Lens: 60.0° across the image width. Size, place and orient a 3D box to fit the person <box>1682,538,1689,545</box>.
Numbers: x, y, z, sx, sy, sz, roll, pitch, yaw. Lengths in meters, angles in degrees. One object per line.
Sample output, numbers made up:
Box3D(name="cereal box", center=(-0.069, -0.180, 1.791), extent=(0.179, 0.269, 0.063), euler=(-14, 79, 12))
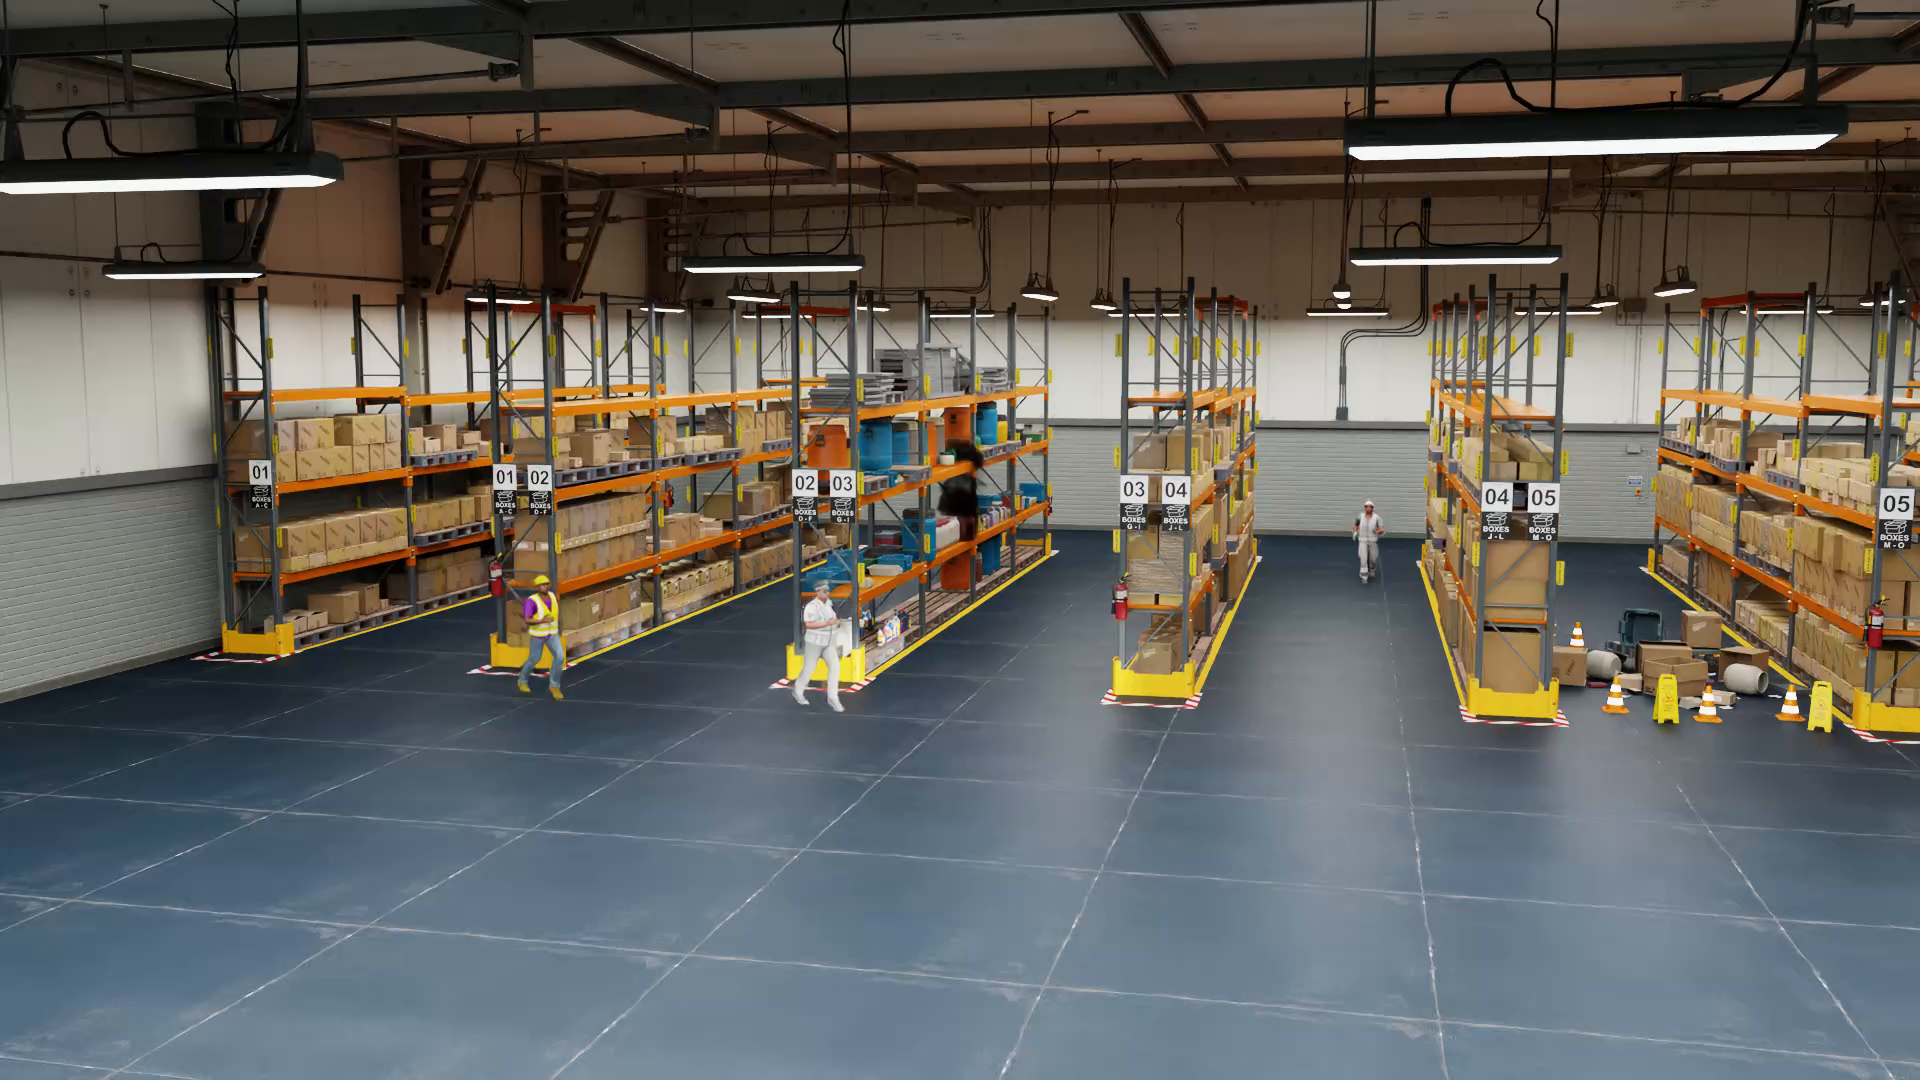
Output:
Box3D(name="person", center=(16.966, -0.259, 38.384), extent=(0.964, 1.708, 0.731), euler=(6, 9, 44))

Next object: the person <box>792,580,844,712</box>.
Box3D(name="person", center=(-1.957, 1.464, 23.158), extent=(0.863, 1.840, 0.651), euler=(6, 9, 44))

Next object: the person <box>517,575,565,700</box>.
Box3D(name="person", center=(-5.996, 1.391, 23.902), extent=(0.899, 1.813, 0.711), euler=(6, 9, 43))

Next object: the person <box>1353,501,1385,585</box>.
Box3D(name="person", center=(8.711, 0.047, 35.501), extent=(0.669, 1.765, 0.919), euler=(2, 7, 17))

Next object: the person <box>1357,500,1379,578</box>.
Box3D(name="person", center=(8.969, -0.031, 36.594), extent=(0.543, 1.699, 0.706), euler=(2, 7, 15))
